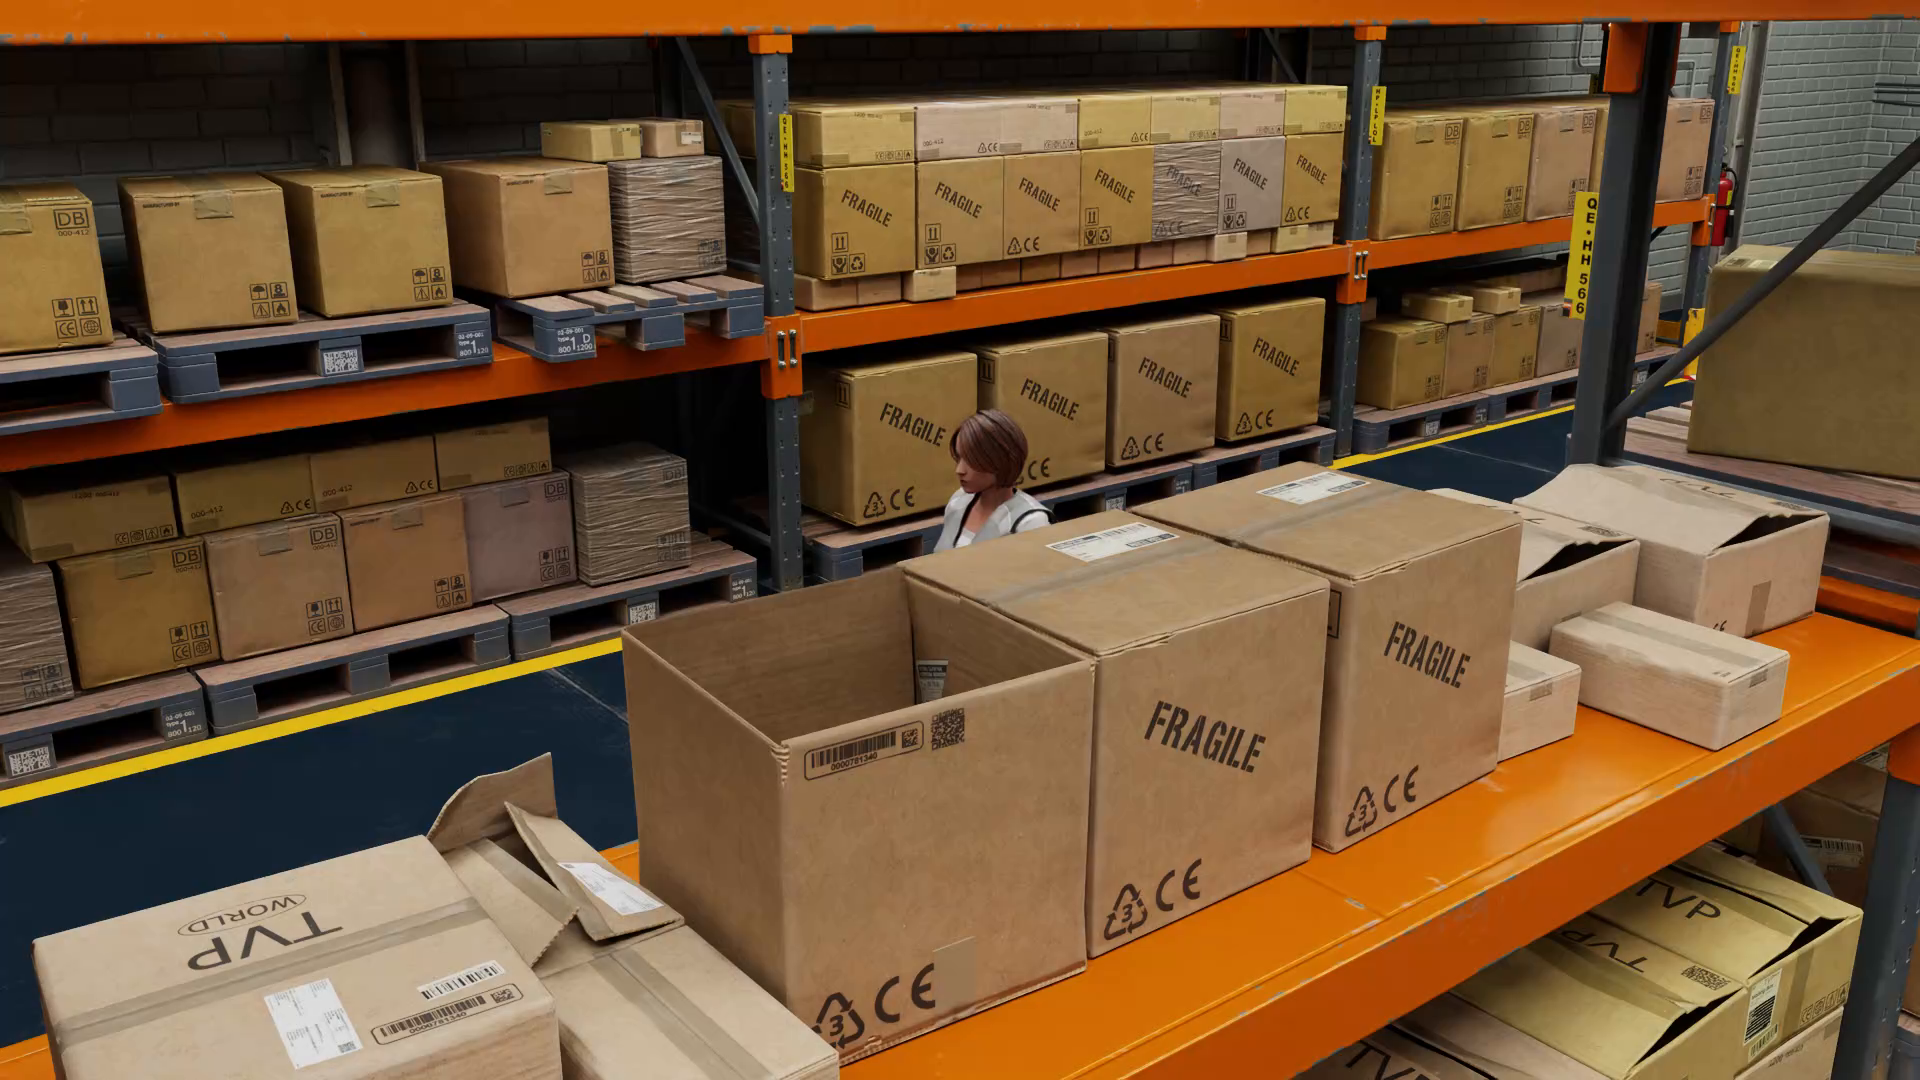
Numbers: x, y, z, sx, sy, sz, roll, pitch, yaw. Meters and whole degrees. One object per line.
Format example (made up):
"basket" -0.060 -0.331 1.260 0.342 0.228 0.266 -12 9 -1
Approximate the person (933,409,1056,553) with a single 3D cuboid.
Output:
"person" 0.045 0.433 4.753 0.464 1.622 0.446 -17 25 -42
